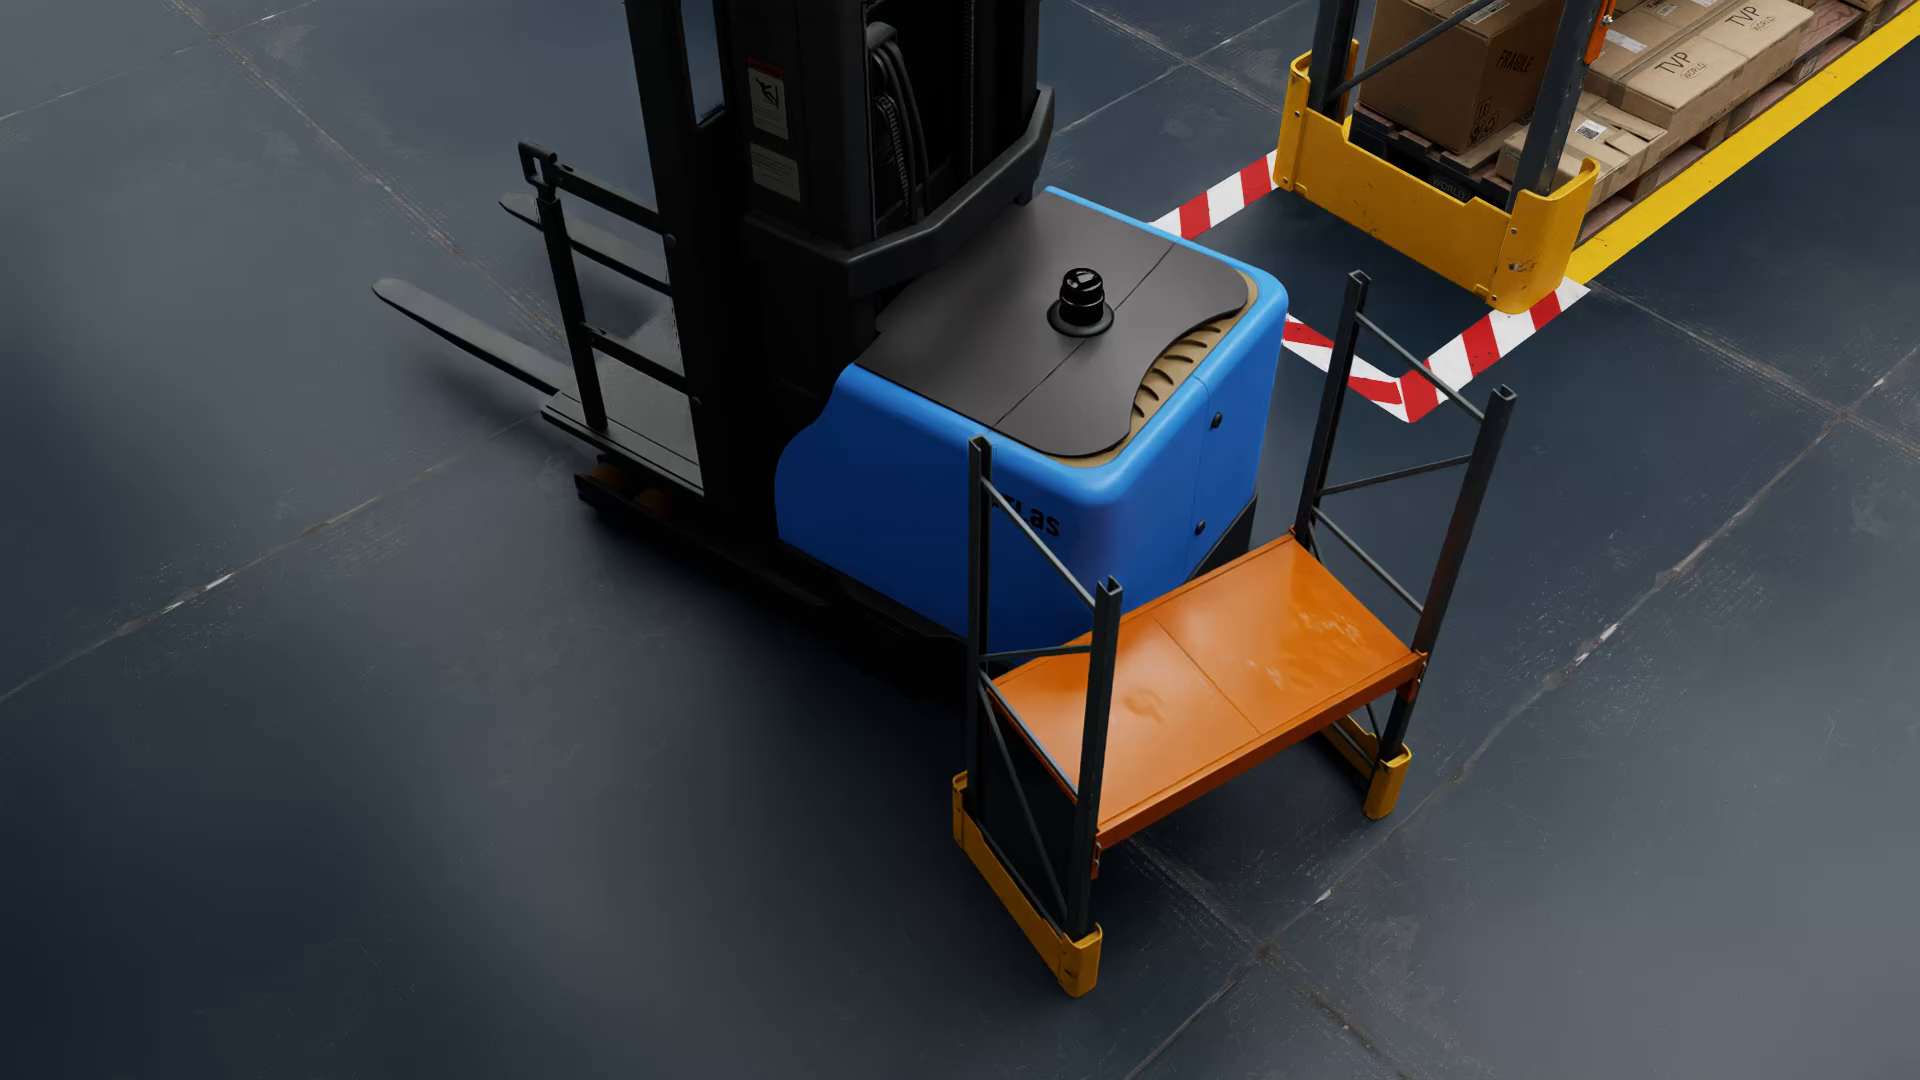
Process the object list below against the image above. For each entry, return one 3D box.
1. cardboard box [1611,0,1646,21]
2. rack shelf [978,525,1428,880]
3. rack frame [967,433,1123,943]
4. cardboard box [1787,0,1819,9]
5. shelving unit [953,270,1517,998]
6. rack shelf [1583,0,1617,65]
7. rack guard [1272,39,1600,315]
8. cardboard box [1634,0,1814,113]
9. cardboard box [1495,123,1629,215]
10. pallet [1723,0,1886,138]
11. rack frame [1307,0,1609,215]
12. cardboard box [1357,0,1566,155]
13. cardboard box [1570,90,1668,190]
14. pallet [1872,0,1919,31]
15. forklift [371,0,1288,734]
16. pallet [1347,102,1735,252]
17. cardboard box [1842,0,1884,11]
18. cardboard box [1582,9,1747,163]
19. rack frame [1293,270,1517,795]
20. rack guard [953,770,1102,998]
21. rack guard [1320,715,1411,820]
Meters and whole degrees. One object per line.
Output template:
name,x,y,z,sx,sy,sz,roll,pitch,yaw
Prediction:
cardboard box,2.631,-2.248,6.855,0.500,0.250,0.500,-34,56,-27
rack shelf,0.594,0.375,4.128,1.000,0.185,0.538,-25,52,-21
rack frame,0.162,0.451,3.813,0.032,1.500,0.500,-25,52,-21
cardboard box,3.244,-2.524,6.937,0.637,0.503,0.797,-34,56,-27
shelving unit,0.586,0.257,3.992,1.083,1.500,0.587,-25,52,-21
rack shelf,3.151,-2.920,6.393,4.000,0.370,1.077,-34,56,-27
rack guard,1.727,-1.365,6.170,0.348,0.500,1.175,-34,56,-27
cardboard box,3.004,-2.001,6.627,0.500,0.250,0.500,-34,56,-27
cardboard box,2.212,-1.378,6.121,0.250,0.149,0.380,-34,56,-27
pallet,3.219,-2.262,7.194,1.213,0.211,1.003,-34,56,-27
rack frame,1.671,-2.175,5.216,0.127,3.000,1.000,-34,56,-27
cardboard box,1.907,-1.880,6.345,0.500,0.500,0.500,-34,56,-27
cardboard box,2.397,-1.507,6.228,0.250,0.166,0.380,-34,56,-27
pallet,4.122,-2.868,7.753,1.213,0.211,1.003,-34,56,-27
forklift,-0.607,-1.286,4.443,3.031,2.935,1.130,27,53,23
pallet,2.316,-1.662,6.640,1.213,0.211,1.003,-34,56,-27
cardboard box,3.845,-2.584,7.123,0.500,0.311,0.500,-34,56,-27
cardboard box,2.634,-1.754,6.399,0.500,0.250,0.500,-34,56,-27
rack frame,1.025,0.056,4.178,0.032,1.500,0.500,-25,52,-21
rack guard,0.163,0.874,4.273,0.087,0.250,0.587,-25,52,-21
rack guard,1.009,0.487,4.630,0.087,0.250,0.587,-25,52,-21
